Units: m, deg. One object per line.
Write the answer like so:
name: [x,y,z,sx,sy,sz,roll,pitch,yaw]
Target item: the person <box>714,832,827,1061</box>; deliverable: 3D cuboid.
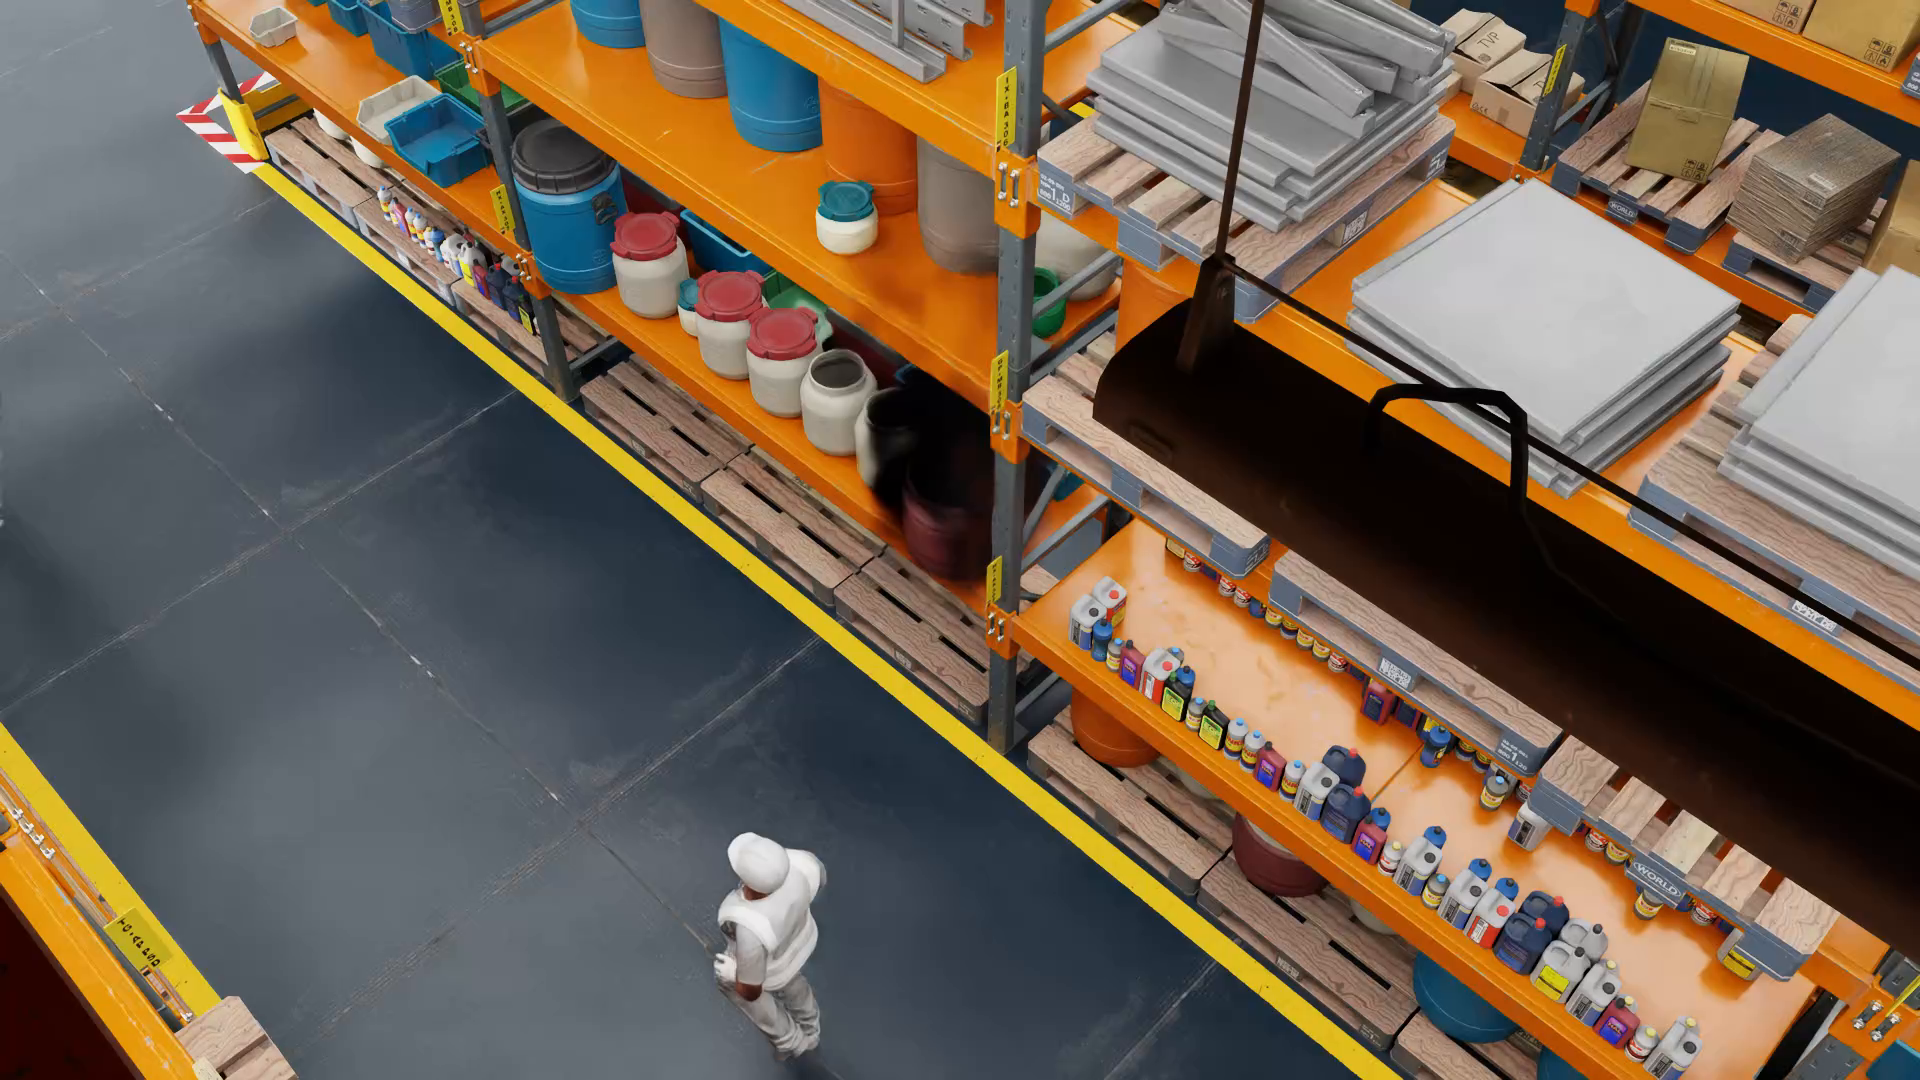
person: [-0.893,1.786,7.401,0.582,1.782,0.669,29,56,22]
